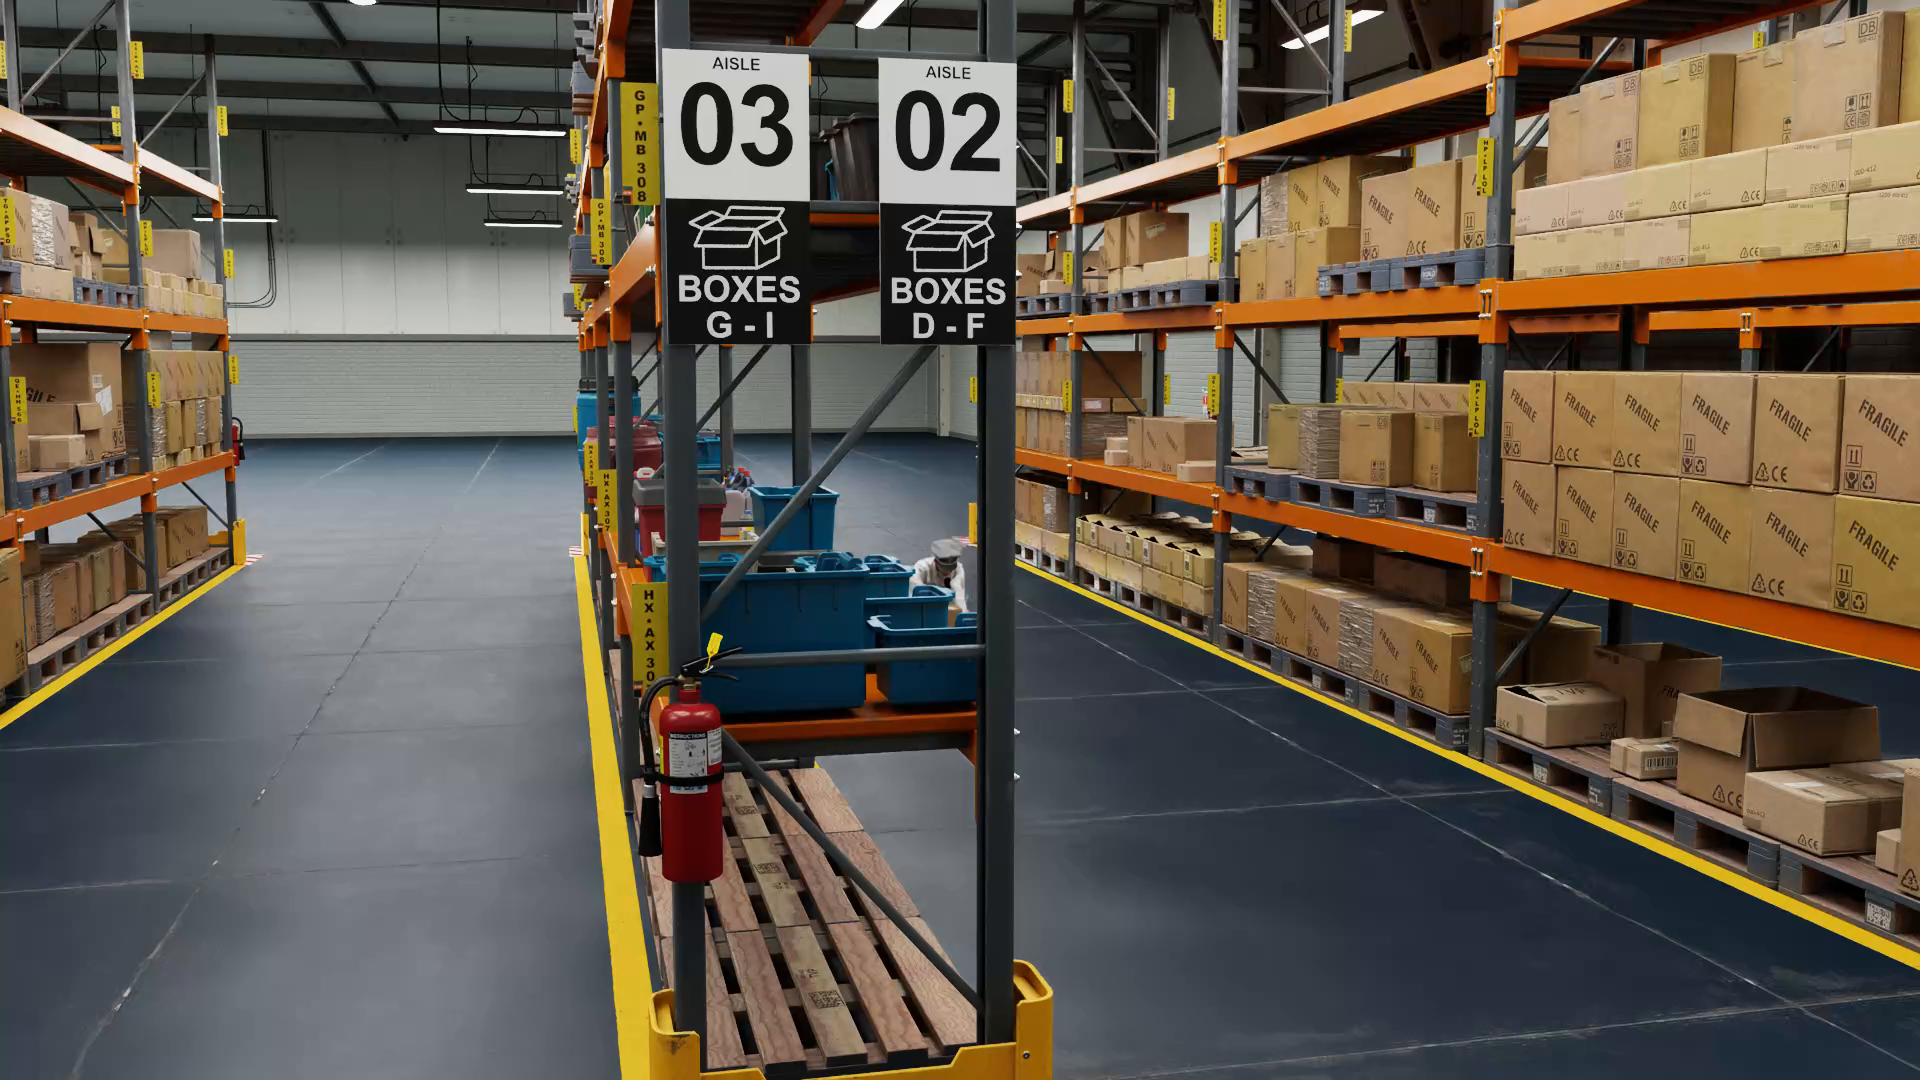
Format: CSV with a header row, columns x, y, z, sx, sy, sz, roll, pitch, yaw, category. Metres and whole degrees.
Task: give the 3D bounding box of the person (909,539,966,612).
x,y,z,sx,sy,sz,roll,pitch,yaw,category
-0.212,0.465,13.202,0.486,0.970,0.827,-2,6,-14,person
